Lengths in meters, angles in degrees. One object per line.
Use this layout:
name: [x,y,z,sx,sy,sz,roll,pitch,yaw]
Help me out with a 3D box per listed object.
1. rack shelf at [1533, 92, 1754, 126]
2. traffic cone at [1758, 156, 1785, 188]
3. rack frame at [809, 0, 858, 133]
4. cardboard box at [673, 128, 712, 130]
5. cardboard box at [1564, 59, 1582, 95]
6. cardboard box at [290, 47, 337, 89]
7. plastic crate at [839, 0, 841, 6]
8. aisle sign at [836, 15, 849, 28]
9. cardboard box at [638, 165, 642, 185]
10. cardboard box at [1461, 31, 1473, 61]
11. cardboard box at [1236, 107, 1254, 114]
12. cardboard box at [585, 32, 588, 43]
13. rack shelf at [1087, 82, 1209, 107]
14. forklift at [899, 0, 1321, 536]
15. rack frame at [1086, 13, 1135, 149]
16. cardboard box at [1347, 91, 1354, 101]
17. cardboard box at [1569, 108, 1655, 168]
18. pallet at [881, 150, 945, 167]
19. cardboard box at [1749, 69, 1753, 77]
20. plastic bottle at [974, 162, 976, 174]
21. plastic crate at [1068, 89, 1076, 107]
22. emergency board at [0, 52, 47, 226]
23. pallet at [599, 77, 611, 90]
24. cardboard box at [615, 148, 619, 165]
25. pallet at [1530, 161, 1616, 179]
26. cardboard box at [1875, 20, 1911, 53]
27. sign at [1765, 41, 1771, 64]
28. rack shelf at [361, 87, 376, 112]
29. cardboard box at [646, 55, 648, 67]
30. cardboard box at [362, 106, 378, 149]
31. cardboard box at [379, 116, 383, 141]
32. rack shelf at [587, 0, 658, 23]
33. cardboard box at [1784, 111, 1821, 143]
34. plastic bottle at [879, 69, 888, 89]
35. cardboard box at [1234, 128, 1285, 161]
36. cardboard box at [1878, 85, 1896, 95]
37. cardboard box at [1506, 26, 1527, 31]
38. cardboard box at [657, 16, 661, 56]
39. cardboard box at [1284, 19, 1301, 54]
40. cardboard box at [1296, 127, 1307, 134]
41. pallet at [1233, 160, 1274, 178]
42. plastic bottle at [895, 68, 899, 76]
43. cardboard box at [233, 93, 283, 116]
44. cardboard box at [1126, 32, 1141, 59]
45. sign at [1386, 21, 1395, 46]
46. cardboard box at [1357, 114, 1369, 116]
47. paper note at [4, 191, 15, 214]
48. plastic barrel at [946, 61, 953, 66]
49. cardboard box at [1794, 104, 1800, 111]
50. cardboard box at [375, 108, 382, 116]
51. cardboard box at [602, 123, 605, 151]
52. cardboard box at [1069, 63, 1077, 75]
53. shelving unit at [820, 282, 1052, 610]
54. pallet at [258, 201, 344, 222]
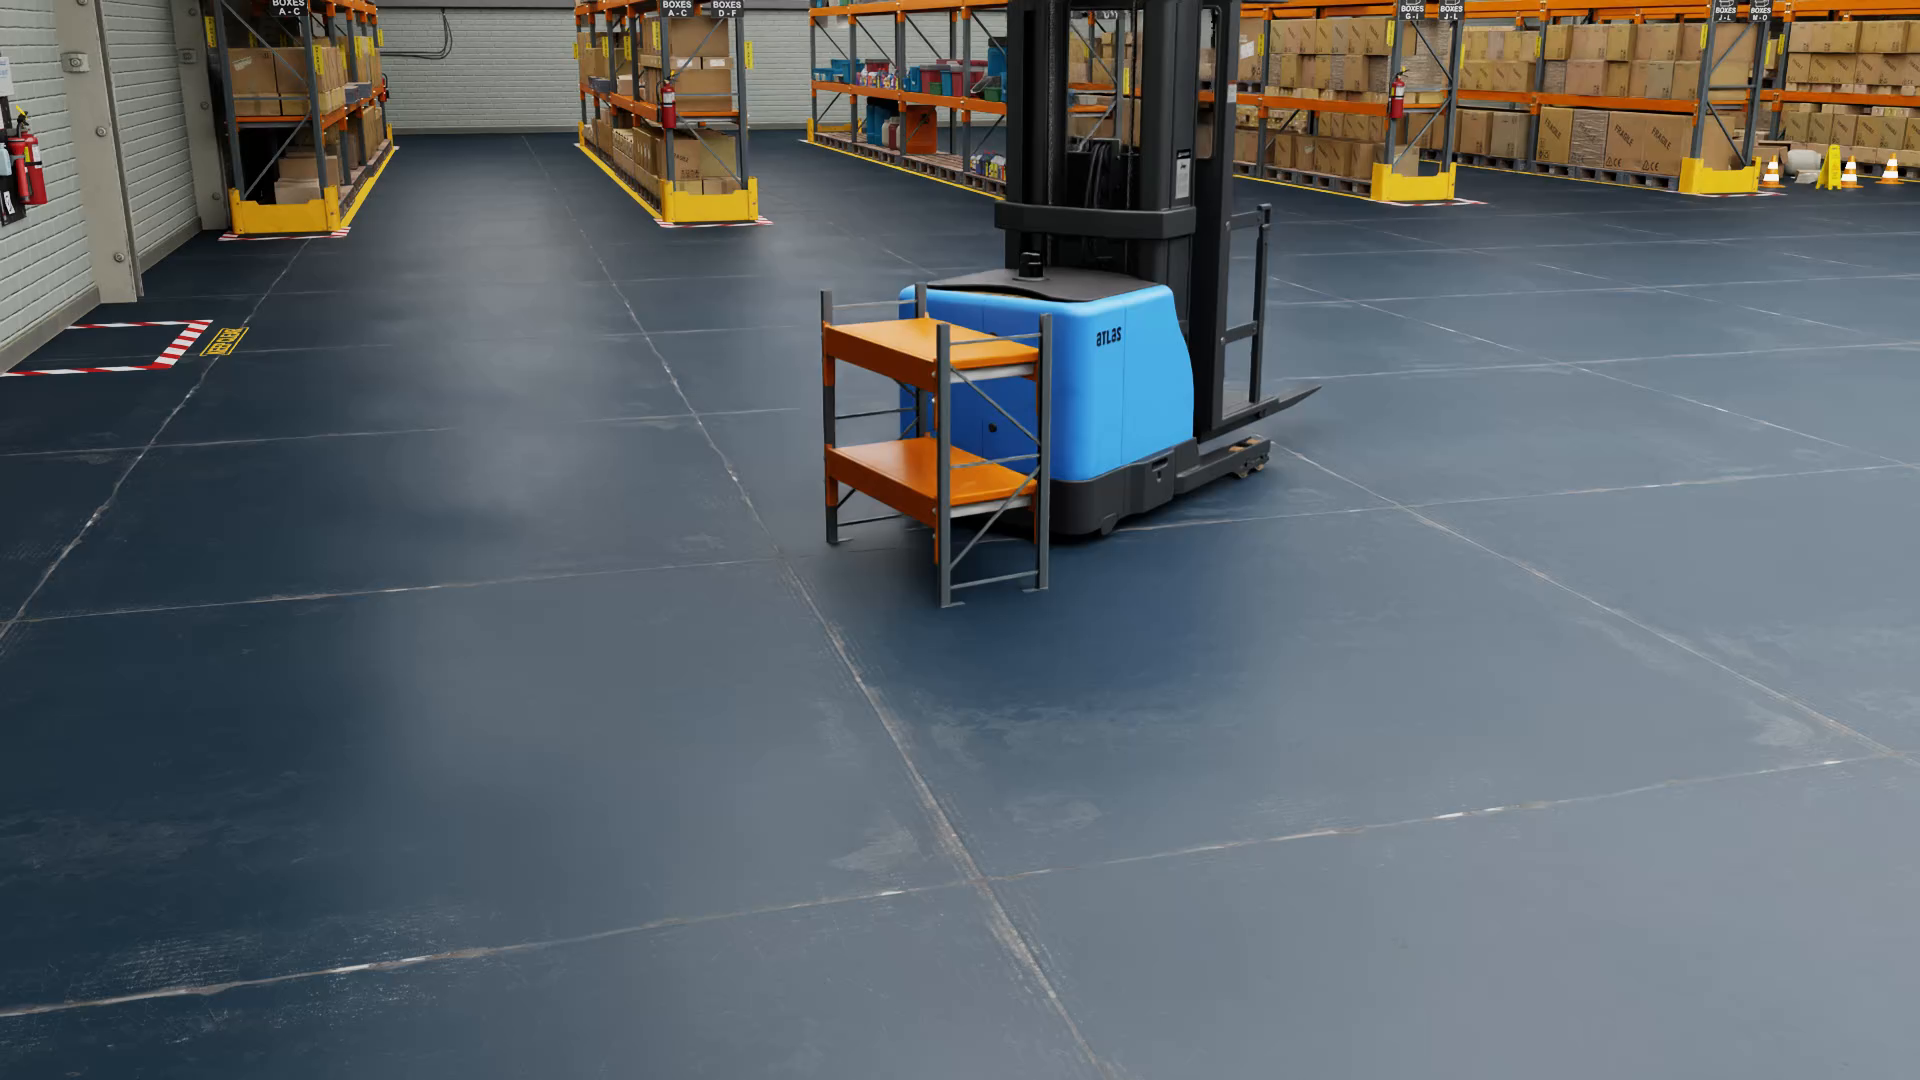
rack shelf: [10.648,-6.800,26.127,1.077,0.370,4.000,-5,17,-15]
traffic cone: [12.417,-5.636,25.409,0.336,0.463,0.334,-5,17,-15]
rack frame: [-2.758,-10.261,36.399,1.000,3.000,0.127,-5,17,-15]
cardboard box: [-3.760,-5.545,23.443,0.500,0.500,0.500,-5,17,-15]
cardboard box: [10.384,-7.518,27.006,0.875,0.550,0.550,-5,17,-15]
cardboard box: [-8.144,-5.928,20.895,0.500,0.500,0.500,-4,17,-14]
plastic crate: [-2.216,-10.738,33.063,0.416,0.233,0.300,-5,17,-15]
aisle sign: [-2.496,-11.550,36.169,0.394,0.787,0.004,-5,17,-15]
cardboard box: [-4.256,-5.145,23.415,0.500,0.250,0.500,-5,17,-15]
cardboard box: [9.396,-8.925,30.037,0.700,0.500,0.500,-5,17,-16]
cardboard box: [6.618,-9.966,38.607,0.380,0.149,0.250,-6,18,-18]
cardboard box: [-6.954,-9.552,32.126,0.500,0.500,0.500,-5,17,-16]
rack shelf: [3.653,-8.649,32.281,1.077,0.370,4.000,-5,17,-15]
forklift: [0.961,-1.789,8.312,1.130,2.935,3.031,11,20,33]
rack frame: [3.103,-9.547,34.019,1.000,3.000,0.127,-5,17,-15]
cardboard box: [5.855,-6.447,24.136,0.380,0.149,0.250,-5,17,-15]
cardboard box: [10.456,-6.453,26.684,0.875,0.875,0.875,-5,17,-15]
pallet: [-0.816,-6.928,30.149,1.003,0.211,1.213,-5,17,-15]
cardboard box: [14.368,-8.393,29.885,0.380,0.149,0.250,-5,17,-17]
plastic bottle: [0.262,-5.634,25.092,0.097,0.201,0.097,0,17,0]
plastic crate: [1.214,-5.879,22.069,0.499,0.251,0.616,-5,17,-15]
emergency board: [-6.619,-2.831,11.664,0.194,1.169,0.643,-5,17,-15]
pallet: [-5.862,-8.104,29.549,1.003,0.211,1.213,-5,17,-15]
cardboard box: [-5.323,-6.235,27.045,0.500,0.250,0.500,-5,17,-17]
pallet: [10.232,-6.146,27.545,1.003,0.211,1.213,-5,17,-15]
cardboard box: [15.208,-8.078,26.700,0.700,0.500,0.500,-5,17,-16]
sign: [11.733,-7.086,24.186,0.100,0.325,0.005,-5,17,-15]
rack shelf: [-10.635,-7.474,28.370,1.077,0.370,4.000,-5,17,-15]
cardboard box: [-4.121,-6.607,22.933,0.380,0.149,0.250,-5,17,-16]
cardboard box: [-10.881,-7.374,29.793,0.750,0.750,0.750,-4,17,-15]
cardboard box: [-11.858,-8.158,33.012,0.700,0.500,0.500,-5,17,-15]
rack shelf: [-5.873,-9.303,29.246,1.077,0.370,4.000,-5,17,-15]
cardboard box: [14.733,-7.176,28.874,0.500,0.500,0.500,-4,17,-13]
plastic bottle: [-1.399,-8.467,30.510,0.144,0.351,0.185,-5,17,-15]
cardboard box: [5.041,-6.652,27.964,0.700,0.500,0.500,-5,17,-16]
cardboard box: [15.202,-7.325,27.061,0.380,0.149,0.250,-5,17,-16]
cardboard box: [12.241,-11.228,36.576,0.380,0.149,0.250,-5,17,-16]
cardboard box: [-3.544,-6.544,21.593,0.700,0.500,0.500,-5,17,-15]
cardboard box: [5.320,-7.720,25.510,0.500,0.500,0.500,-5,17,-15]
cardboard box: [7.465,-8.828,35.853,0.380,0.149,0.250,-4,17,-15]
pallet: [5.086,-6.213,27.770,1.003,0.211,1.213,-5,17,-15]
plastic bottle: [-1.180,-8.840,31.754,0.144,0.351,0.185,-5,17,-15]
cardboard box: [-8.202,-5.104,19.456,0.500,0.250,0.500,-4,17,-14]
cardboard box: [3.650,-9.537,32.071,0.797,0.503,0.637,-4,17,-13]
sign: [5.862,-6.895,22.630,0.100,0.325,0.005,-5,17,-15]
cardboard box: [8.285,-8.617,33.235,0.500,0.250,0.500,-4,17,-14]
paper note: [-6.637,-2.355,11.610,0.016,0.148,0.142,-5,17,-15]
plastic barrel: [-0.072,-7.834,28.125,0.421,0.512,0.421,0,17,0]
cardboard box: [17.988,-9.198,35.345,0.380,0.149,0.250,-5,18,-17]
cardboard box: [-11.714,-8.515,33.074,0.380,0.149,0.250,-4,17,-14]
cardboard box: [-6.237,-7.339,30.252,0.500,0.500,0.500,-4,17,-15]
cardboard box: [2.585,-9.862,34.812,0.500,0.250,0.500,-4,17,-14]
shelving unit: [-0.118,-0.432,6.934,0.538,1.125,1.048,-9,19,-29]
pallet: [-8.097,-3.965,20.287,1.003,0.211,1.213,-5,17,-15]
